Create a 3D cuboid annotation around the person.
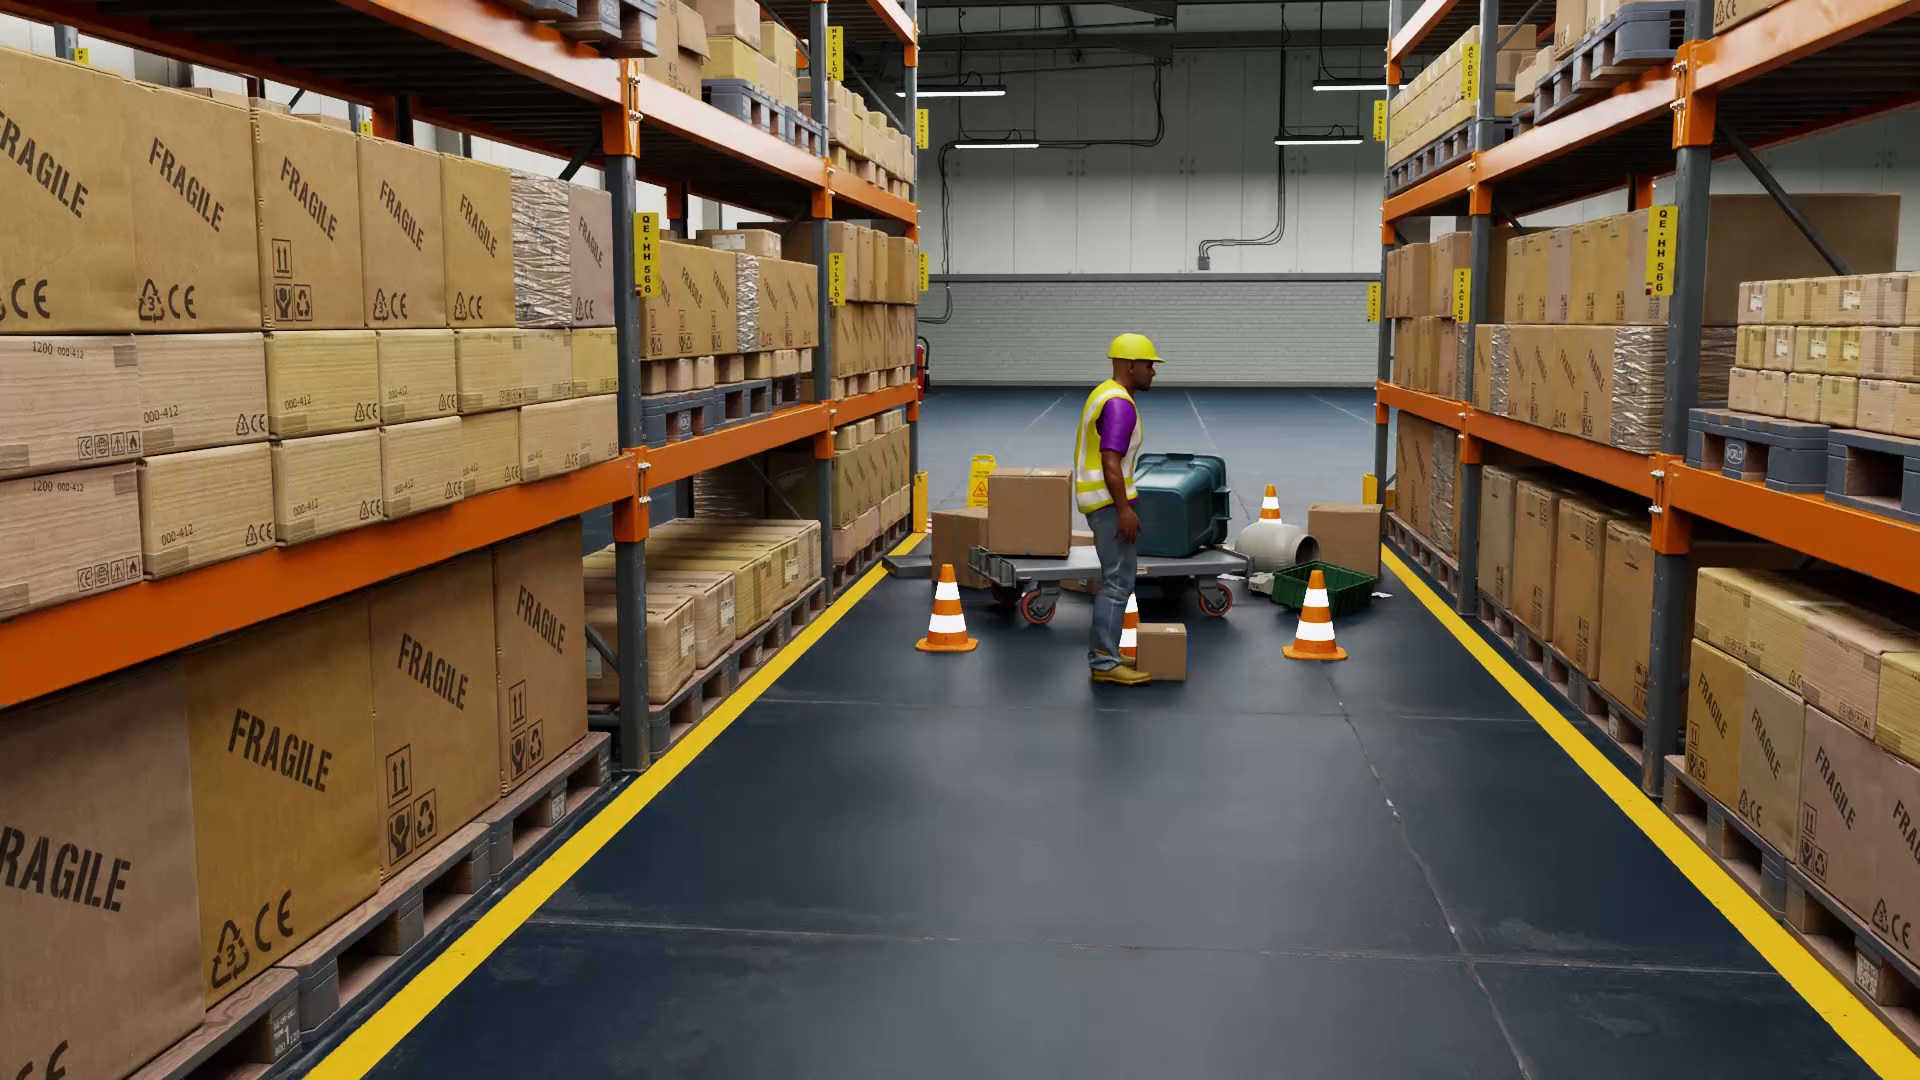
[{"bbox_3d":[0.814,-0.173,8.528,0.455,1.761,0.637,1,8,4],"label":"person"}]
